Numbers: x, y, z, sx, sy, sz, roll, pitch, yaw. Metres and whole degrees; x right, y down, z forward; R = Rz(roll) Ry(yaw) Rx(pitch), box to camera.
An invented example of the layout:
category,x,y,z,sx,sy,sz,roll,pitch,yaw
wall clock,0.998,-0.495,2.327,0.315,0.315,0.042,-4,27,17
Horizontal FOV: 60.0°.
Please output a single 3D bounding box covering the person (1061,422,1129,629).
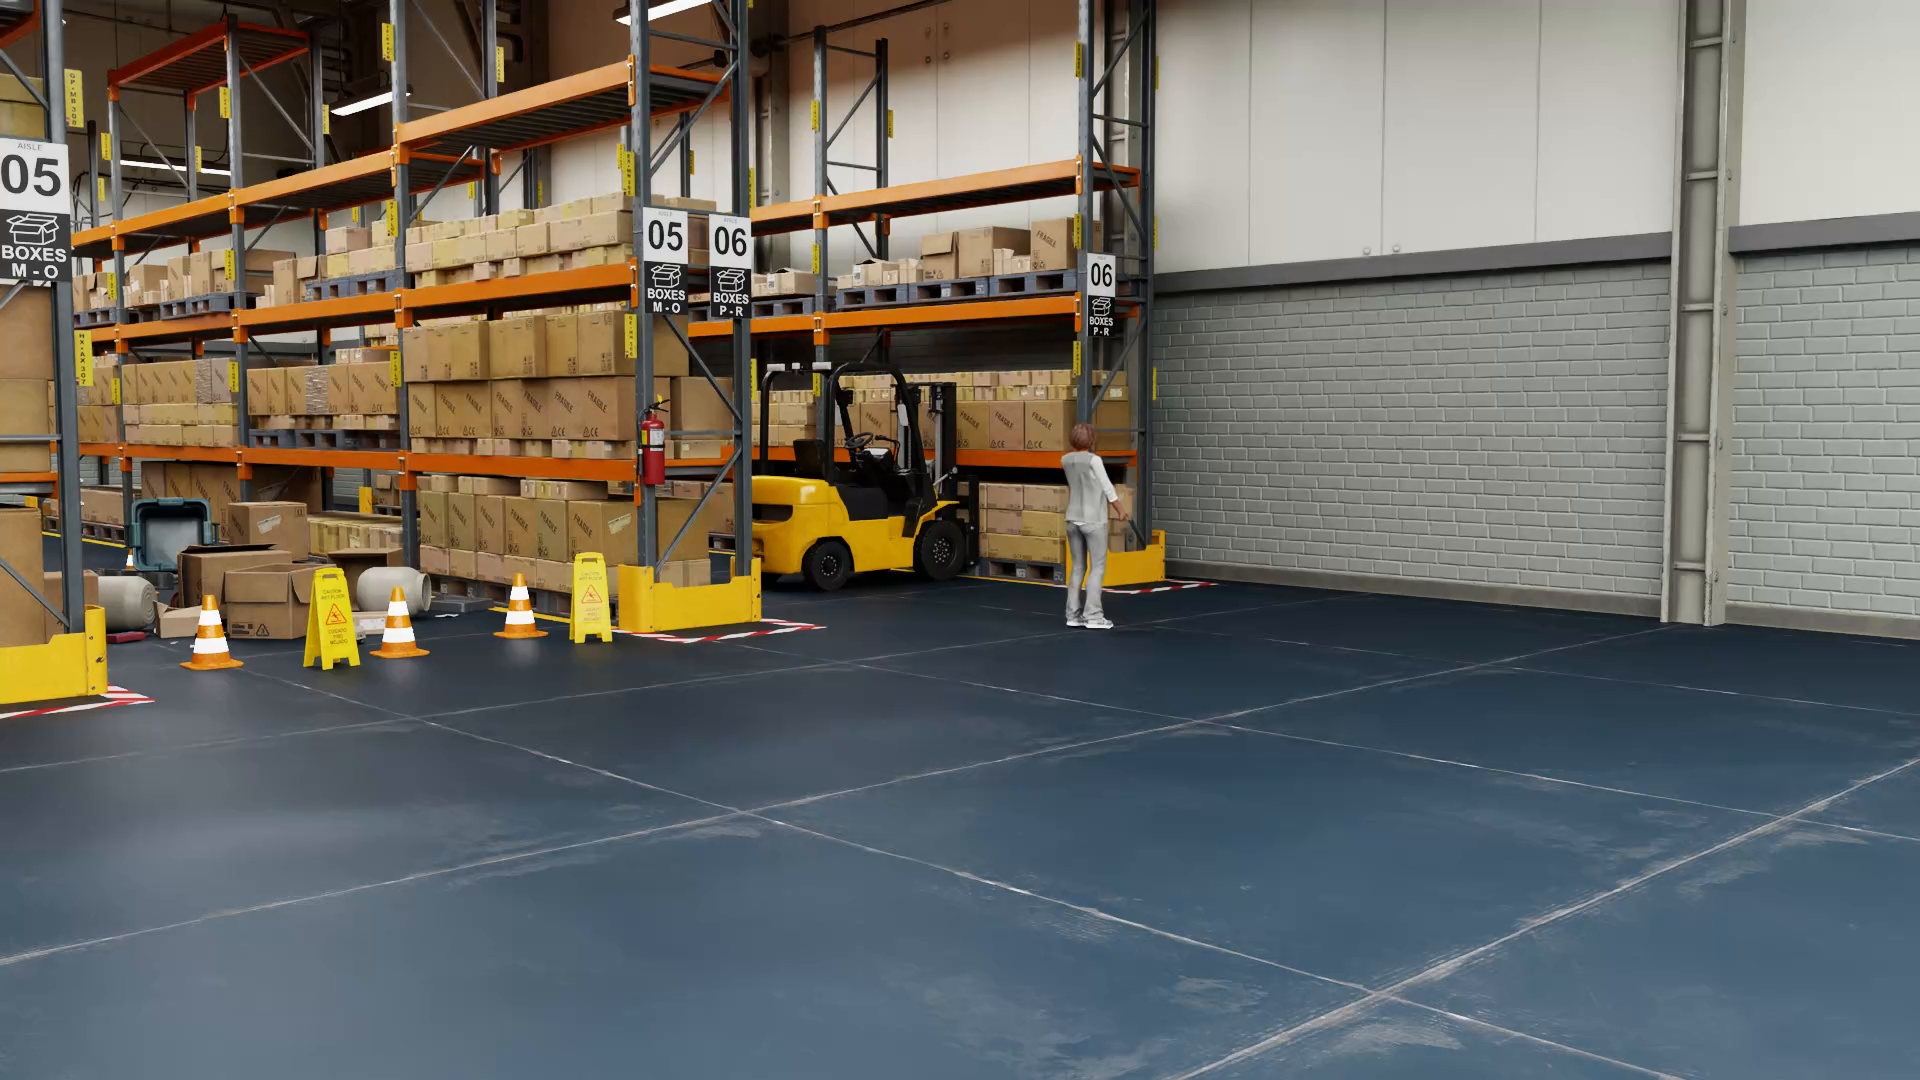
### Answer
category,x,y,z,sx,sy,sz,roll,pitch,yaw
person,1.044,-0.116,12.914,0.495,1.596,0.401,-4,6,-43
